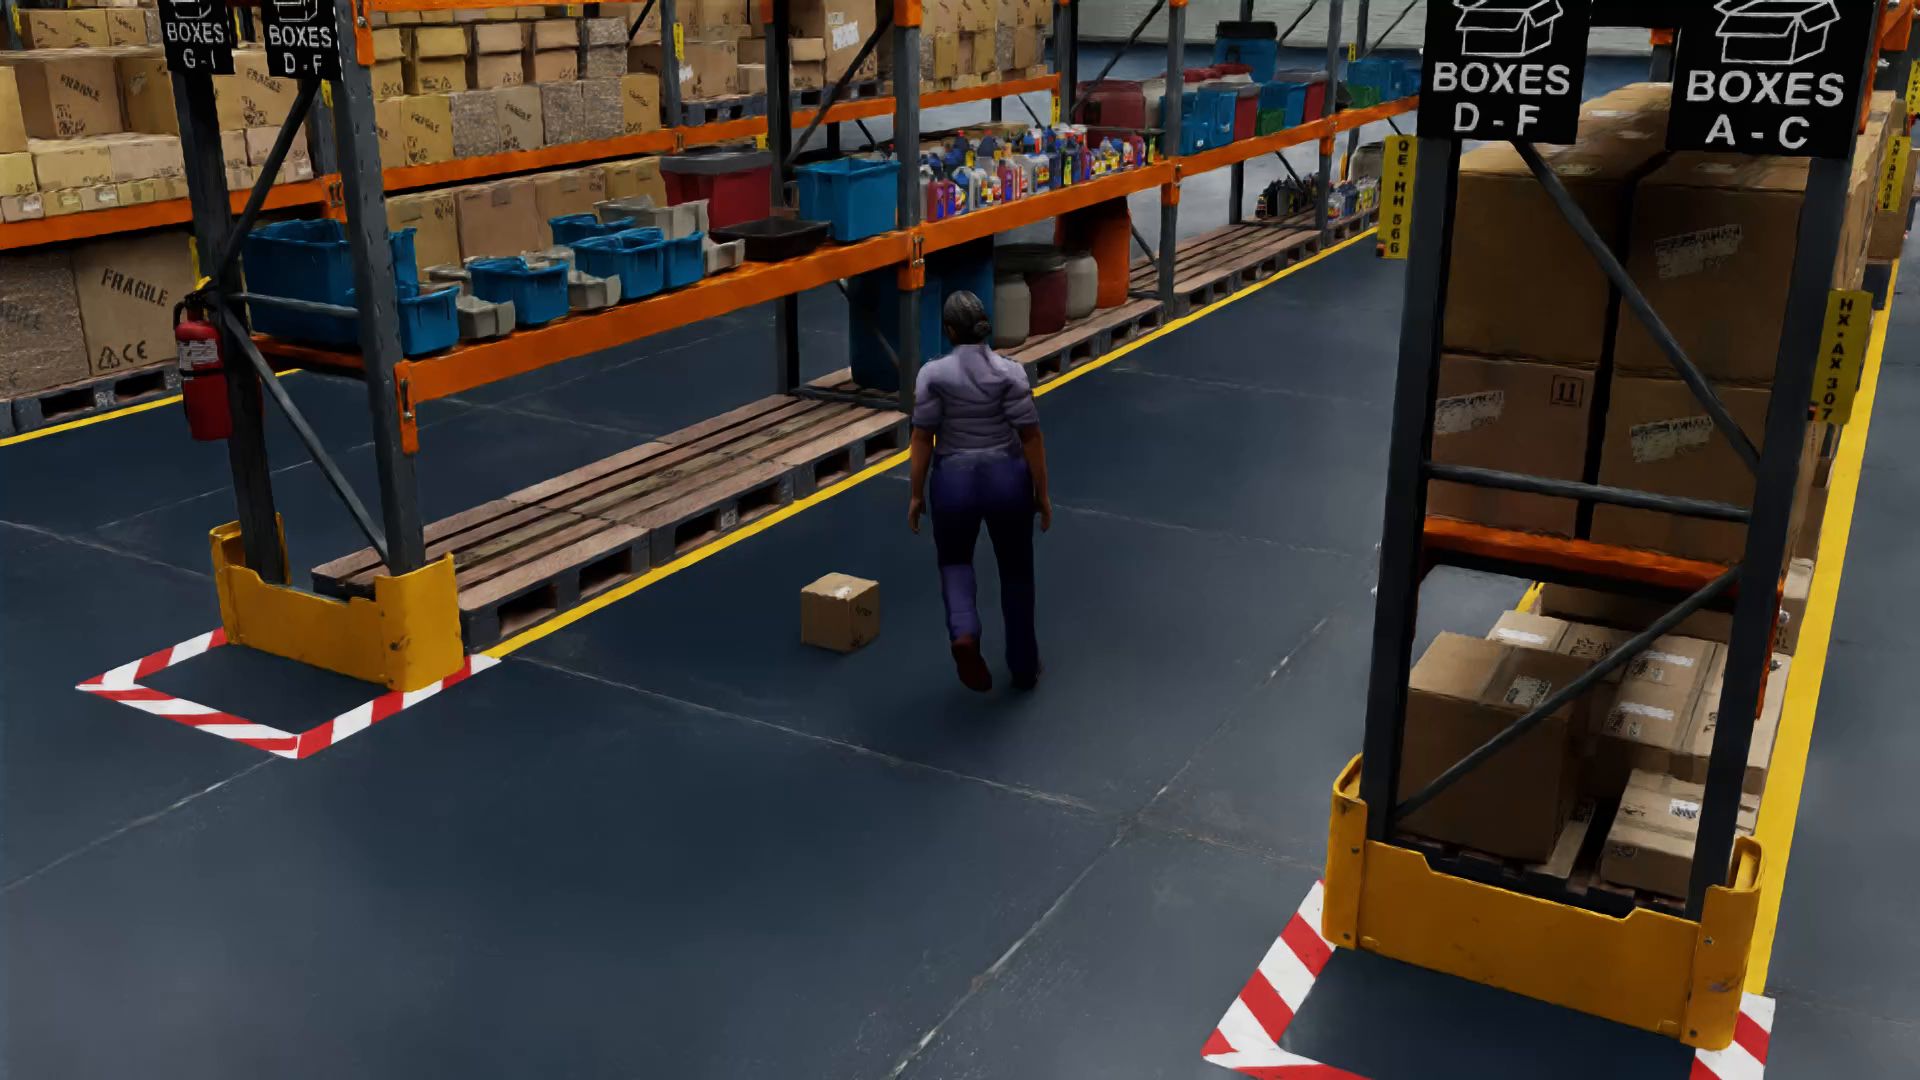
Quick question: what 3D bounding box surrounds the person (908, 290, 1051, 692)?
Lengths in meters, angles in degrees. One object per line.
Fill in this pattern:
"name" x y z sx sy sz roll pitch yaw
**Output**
"person" 0.079 -0.170 6.559 0.566 1.612 0.522 1 20 3
